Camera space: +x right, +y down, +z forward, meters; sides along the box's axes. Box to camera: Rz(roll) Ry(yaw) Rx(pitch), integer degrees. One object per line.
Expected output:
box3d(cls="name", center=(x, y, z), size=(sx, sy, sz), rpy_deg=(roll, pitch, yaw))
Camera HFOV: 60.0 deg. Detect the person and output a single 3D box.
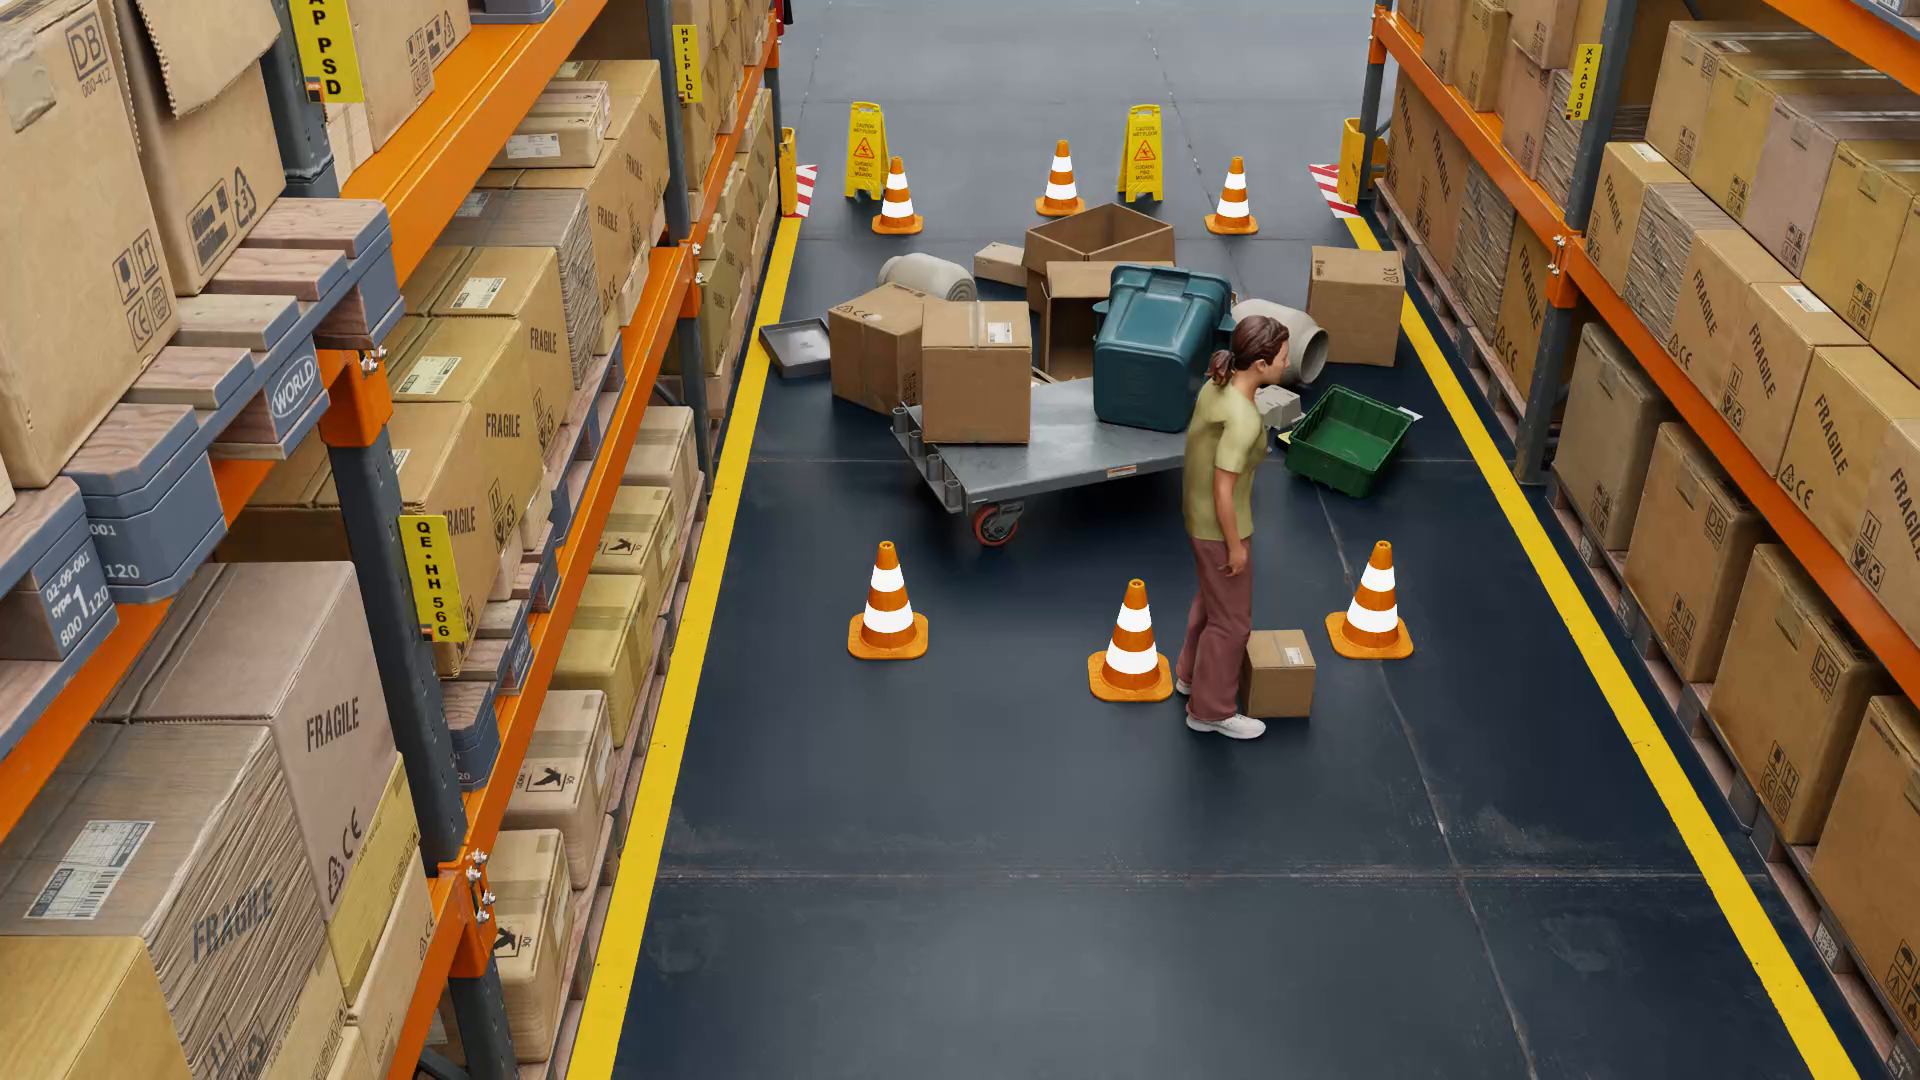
box3d(cls="person", center=(1.007, -0.058, 6.231), size=(0.362, 1.672, 0.496), rpy_deg=(0, 32, -1))
